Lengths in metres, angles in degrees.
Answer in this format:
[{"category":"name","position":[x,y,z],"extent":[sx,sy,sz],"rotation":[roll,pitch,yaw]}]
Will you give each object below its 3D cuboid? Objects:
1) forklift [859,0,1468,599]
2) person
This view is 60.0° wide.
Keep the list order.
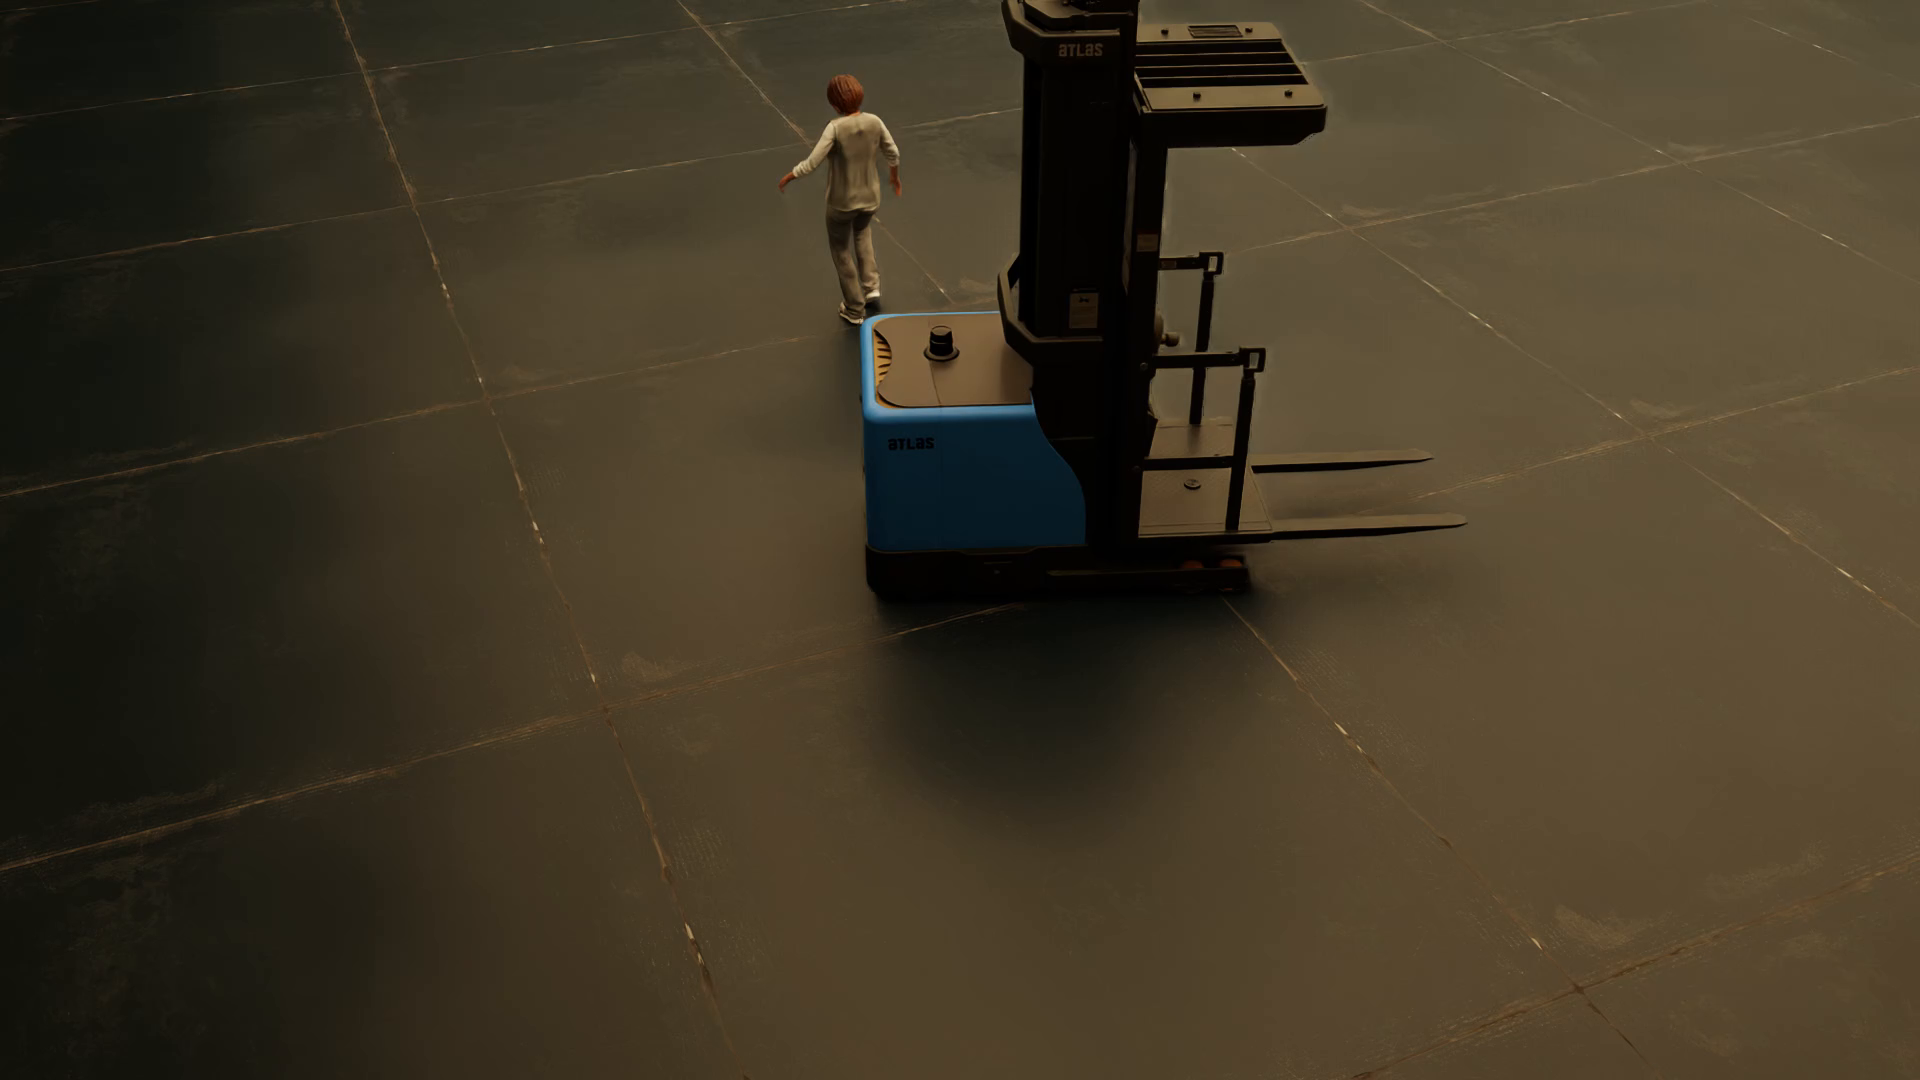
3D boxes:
[{"category":"forklift","position":[1.024,-1.233,7.833],"extent":[3.031,2.935,1.130],"rotation":[-2,35,-3]},{"category":"person","position":[-0.688,-2.089,10.234],"extent":[0.774,1.606,0.422],"rotation":[-16,38,-21]}]
